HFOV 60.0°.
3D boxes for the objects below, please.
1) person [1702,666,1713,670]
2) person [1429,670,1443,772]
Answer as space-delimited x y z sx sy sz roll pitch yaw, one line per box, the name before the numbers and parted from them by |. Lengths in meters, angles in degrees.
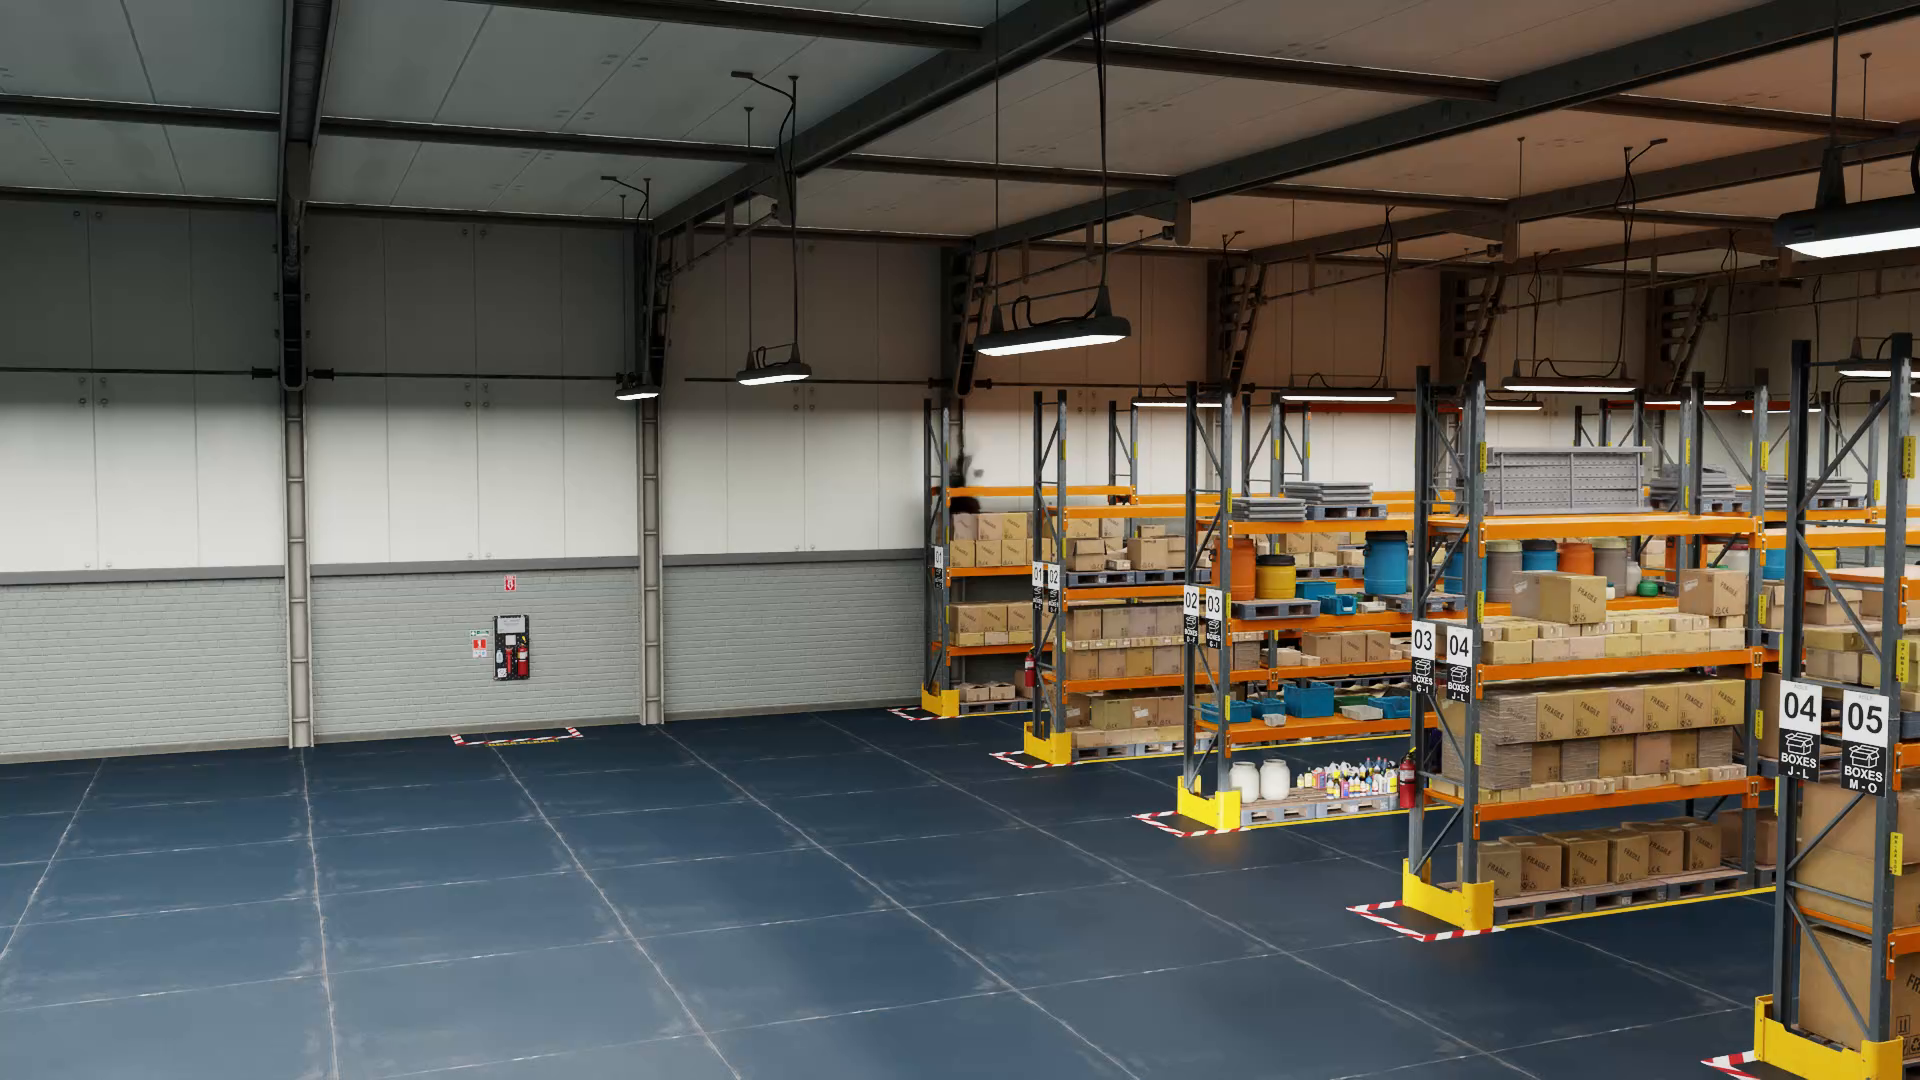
person | 13.671 2.515 30.210 0.752 1.810 0.670 -2 4 -30
person | 7.377 2.829 25.981 0.592 1.602 0.586 -2 4 -26
